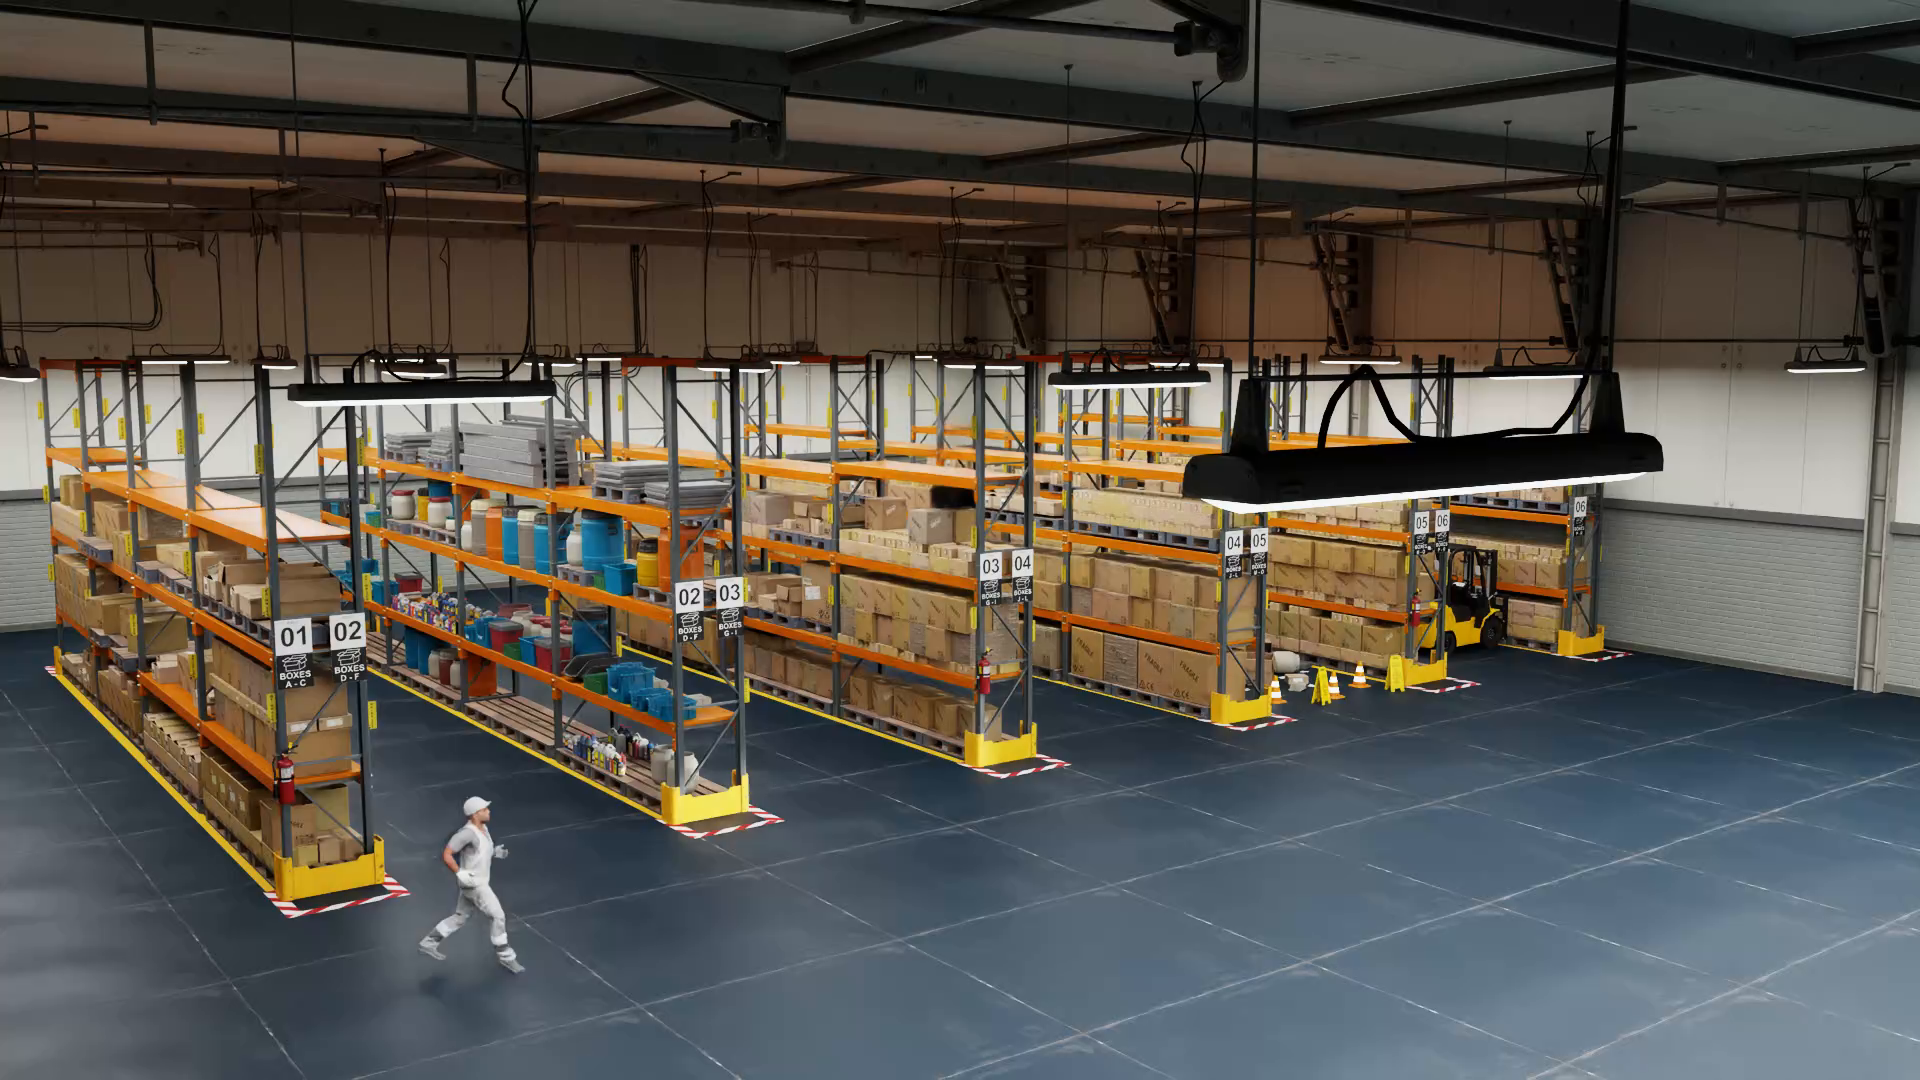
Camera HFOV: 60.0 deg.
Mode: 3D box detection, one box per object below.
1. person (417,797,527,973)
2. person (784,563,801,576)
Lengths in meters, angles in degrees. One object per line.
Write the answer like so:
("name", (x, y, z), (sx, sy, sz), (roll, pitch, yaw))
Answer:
("person", (-4.913, 3.469, 16.663), (1.057, 1.838, 0.624), (-2, 7, -13))
("person", (-4.396, 0.286, 43.116), (0.671, 1.800, 0.728), (4, 8, 29))
